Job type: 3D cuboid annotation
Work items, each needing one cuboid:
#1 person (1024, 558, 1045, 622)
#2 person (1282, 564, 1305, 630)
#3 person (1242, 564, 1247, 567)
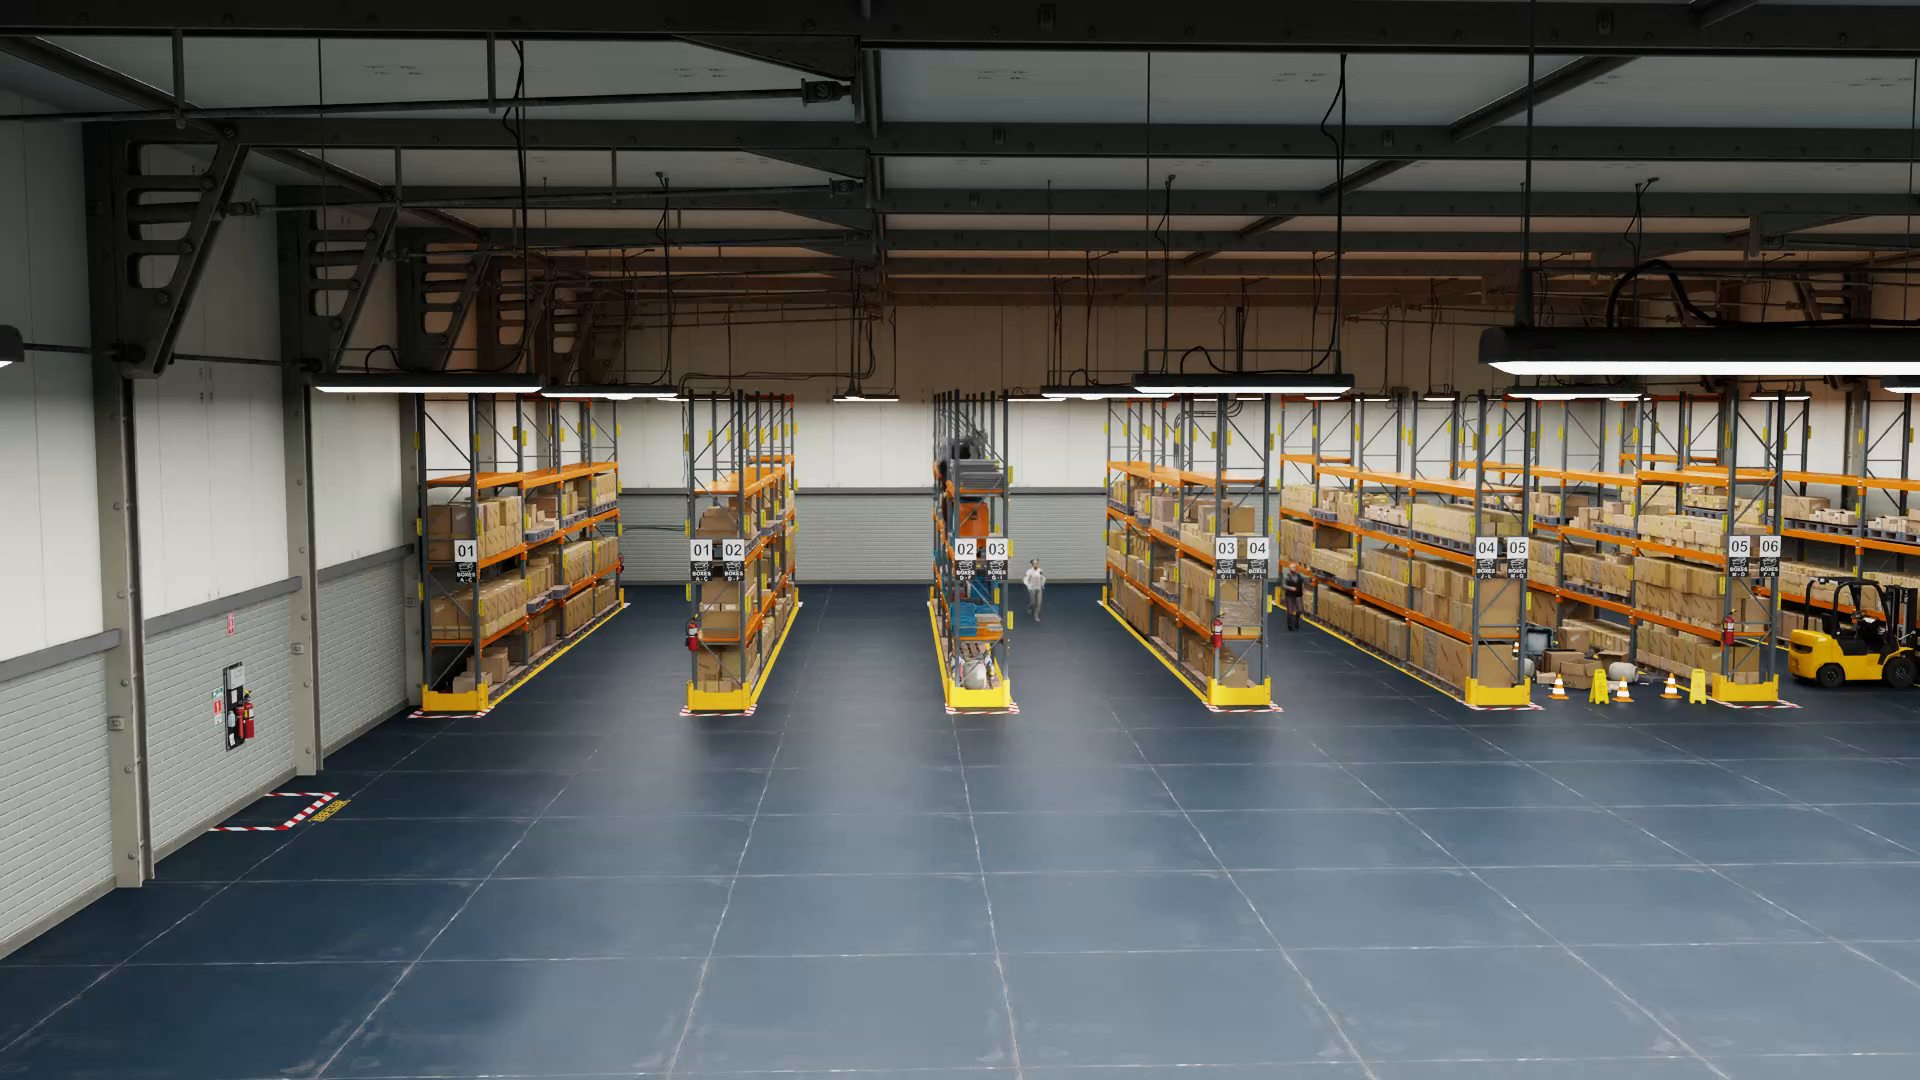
[{"bbox_3d":[1.991,1.311,44.048,0.617,1.671,0.696,-1,5,-16],"label":"person"},{"bbox_3d":[8.445,1.444,41.984,0.630,1.681,0.641,0,5,-4],"label":"person"},{"bbox_3d":[7.819,0.945,48.193,0.927,1.681,0.877,-2,5,-27],"label":"person"}]
